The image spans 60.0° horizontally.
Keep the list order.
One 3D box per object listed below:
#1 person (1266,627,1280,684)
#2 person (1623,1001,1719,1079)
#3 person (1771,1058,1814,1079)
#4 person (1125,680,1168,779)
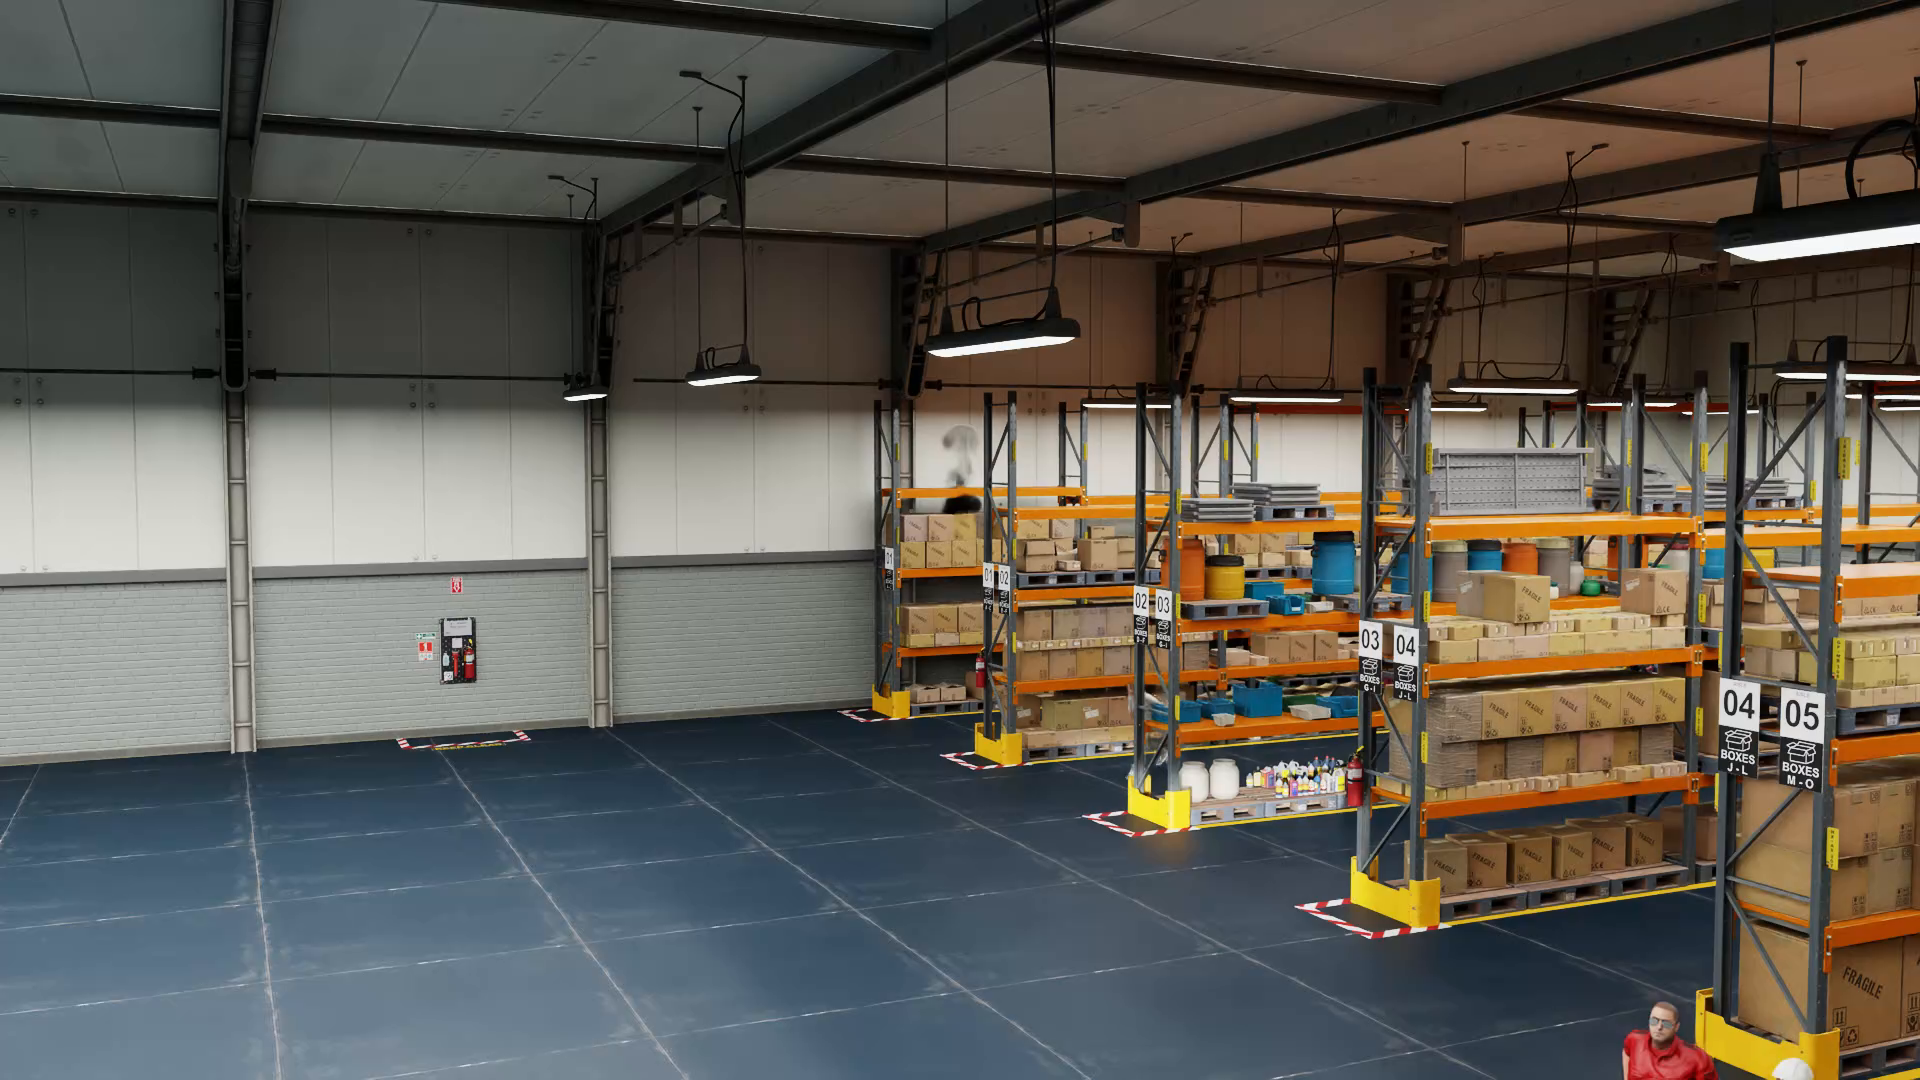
[{"bbox_3d":[5.974,2.438,31.462,0.991,1.811,0.655,-2,4,-28],"label":"person"},{"bbox_3d":[4.404,3.727,10.326,0.613,1.795,1.016,2,4,31],"label":"person"},{"bbox_3d":[4.691,3.759,9.411,0.694,1.735,0.847,-3,4,-40],"label":"person"},{"bbox_3d":[2.934,2.922,25.858,0.916,1.536,0.572,-3,5,-45],"label":"person"}]
